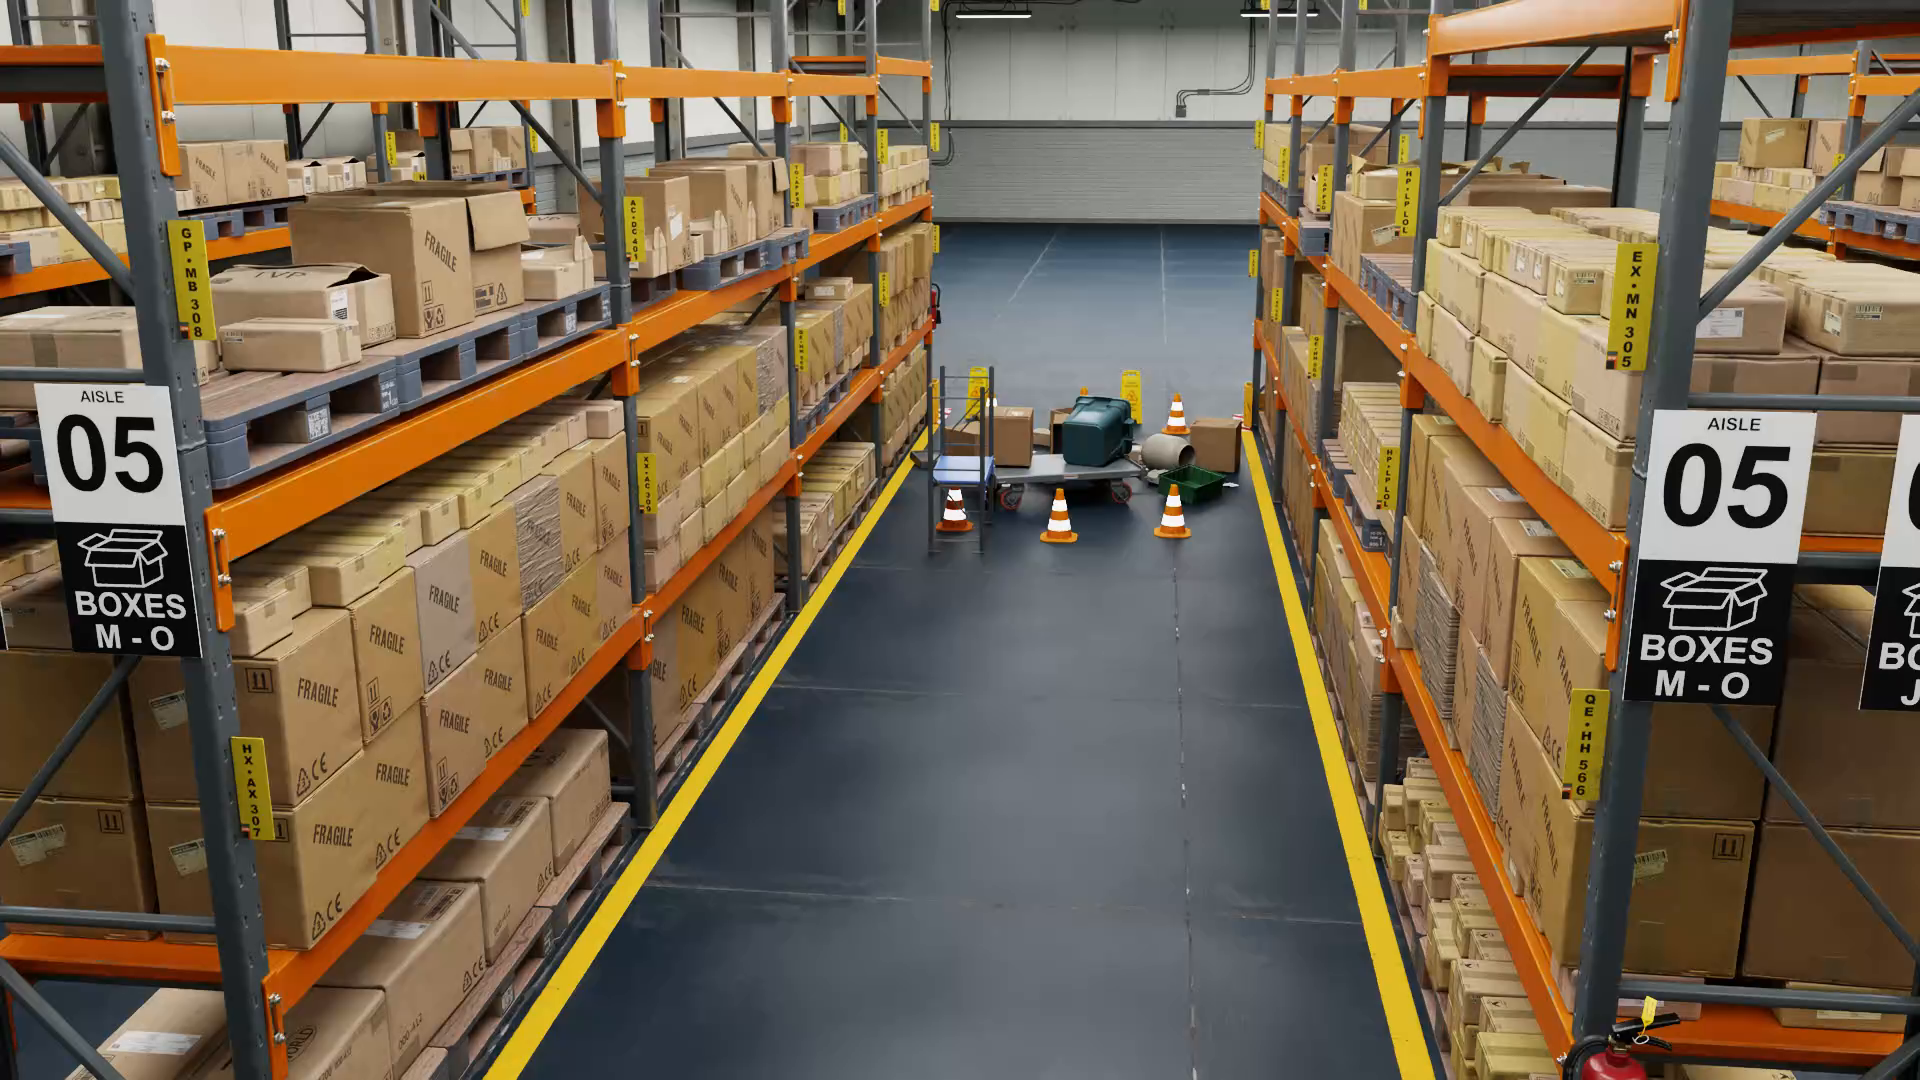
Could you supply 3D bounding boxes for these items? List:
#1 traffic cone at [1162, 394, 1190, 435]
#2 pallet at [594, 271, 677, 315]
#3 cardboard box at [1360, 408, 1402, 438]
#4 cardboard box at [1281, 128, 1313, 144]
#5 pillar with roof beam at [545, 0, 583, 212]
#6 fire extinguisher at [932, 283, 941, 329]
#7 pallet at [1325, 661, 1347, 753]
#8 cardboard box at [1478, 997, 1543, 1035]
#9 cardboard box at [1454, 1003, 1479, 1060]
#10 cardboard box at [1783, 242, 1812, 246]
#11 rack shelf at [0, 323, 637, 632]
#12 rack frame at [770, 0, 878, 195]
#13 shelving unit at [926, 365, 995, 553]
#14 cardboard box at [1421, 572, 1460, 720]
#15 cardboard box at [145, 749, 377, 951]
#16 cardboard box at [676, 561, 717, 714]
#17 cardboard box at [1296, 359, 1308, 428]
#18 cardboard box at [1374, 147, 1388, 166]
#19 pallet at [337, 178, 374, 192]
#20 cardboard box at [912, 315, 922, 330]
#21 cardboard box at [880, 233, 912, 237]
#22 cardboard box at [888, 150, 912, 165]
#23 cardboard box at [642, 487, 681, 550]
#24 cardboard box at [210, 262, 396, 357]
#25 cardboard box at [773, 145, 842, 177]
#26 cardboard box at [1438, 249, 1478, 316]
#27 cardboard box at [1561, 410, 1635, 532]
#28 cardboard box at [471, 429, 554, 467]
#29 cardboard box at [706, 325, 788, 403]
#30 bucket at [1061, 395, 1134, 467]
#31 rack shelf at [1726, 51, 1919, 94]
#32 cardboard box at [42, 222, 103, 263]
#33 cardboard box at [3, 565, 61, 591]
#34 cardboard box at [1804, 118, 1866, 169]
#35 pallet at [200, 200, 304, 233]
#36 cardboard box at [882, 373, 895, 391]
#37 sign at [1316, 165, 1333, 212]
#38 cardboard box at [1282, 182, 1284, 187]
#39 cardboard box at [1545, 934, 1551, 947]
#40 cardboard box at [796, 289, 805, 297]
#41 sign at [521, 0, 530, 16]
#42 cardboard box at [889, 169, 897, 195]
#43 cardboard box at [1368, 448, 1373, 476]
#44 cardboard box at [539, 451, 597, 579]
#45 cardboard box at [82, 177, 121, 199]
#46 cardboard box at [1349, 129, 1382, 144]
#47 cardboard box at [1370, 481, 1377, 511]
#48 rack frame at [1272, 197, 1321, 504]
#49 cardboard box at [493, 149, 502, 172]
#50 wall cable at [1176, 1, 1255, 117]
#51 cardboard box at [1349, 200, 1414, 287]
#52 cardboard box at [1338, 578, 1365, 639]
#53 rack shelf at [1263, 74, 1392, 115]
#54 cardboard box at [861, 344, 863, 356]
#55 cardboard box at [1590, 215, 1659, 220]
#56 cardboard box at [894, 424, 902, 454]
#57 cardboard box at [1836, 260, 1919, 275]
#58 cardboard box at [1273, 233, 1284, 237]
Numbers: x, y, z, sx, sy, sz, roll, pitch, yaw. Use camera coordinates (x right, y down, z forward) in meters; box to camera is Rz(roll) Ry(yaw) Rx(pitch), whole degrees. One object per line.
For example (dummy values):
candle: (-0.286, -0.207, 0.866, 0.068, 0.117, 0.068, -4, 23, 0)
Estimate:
traffic cone: (2.609, -1.530, 20.021, 0.336, 0.463, 0.334, 2, 15, 6)
pallet: (-2.150, -1.453, 9.495, 0.805, 0.209, 1.217, 1, 15, 4)
cardboard box: (2.813, -0.758, 10.843, 0.380, 0.149, 0.250, 2, 15, 9)
cardboard box: (3.439, -4.075, 16.786, 0.380, 0.149, 0.250, 2, 15, 7)
pillar with roof beam: (-1.802, -7.287, 24.958, 9.100, 9.000, 0.400, 2, 15, 6)
fire extinguisher: (-0.380, -2.949, 20.557, 0.296, 0.674, 0.183, 2, 15, 6)
pallet: (2.947, 1.089, 10.819, 1.003, 0.211, 1.213, 2, 15, 6)
cardboard box: (2.163, 1.841, 6.212, 0.380, 0.149, 0.250, 1, 15, 4)
cardboard box: (2.152, 1.914, 6.511, 0.380, 0.149, 0.250, 2, 15, 7)
cardboard box: (8.495, -2.829, 17.289, 0.500, 0.500, 0.500, 2, 15, 6)
rack shelf: (-2.430, -0.440, 6.761, 1.077, 0.370, 4.000, 2, 15, 6)
rack frame: (-1.302, -4.829, 15.867, 1.000, 3.000, 0.127, 2, 15, 6)
shelving unit: (0.017, -0.751, 15.127, 0.538, 1.500, 1.048, 1, 16, 5)
cardboard box: (2.278, 0.449, 7.081, 0.500, 0.500, 0.500, 1, 15, 5)
cardboard box: (-2.316, 1.015, 5.557, 0.500, 0.500, 0.500, 2, 15, 6)
cardboard box: (-2.120, 0.568, 10.670, 0.875, 0.875, 0.875, 2, 15, 8)
cardboard box: (3.075, -1.208, 13.778, 0.500, 0.500, 0.500, 1, 15, 5)
cardboard box: (3.961, -3.702, 16.168, 0.500, 0.250, 0.500, 2, 15, 7)
pallet: (-6.164, -3.705, 17.629, 1.003, 0.211, 1.213, 2, 15, 6)
cardboard box: (-0.648, -2.543, 19.389, 0.380, 0.149, 0.250, 2, 15, 7)
cardboard box: (-0.905, -3.114, 18.343, 0.700, 0.500, 0.500, 2, 15, 6)
cardboard box: (-0.735, -4.187, 18.193, 0.380, 0.149, 0.250, 2, 15, 8)
cardboard box: (-1.875, -0.132, 9.323, 0.500, 0.250, 0.500, 1, 15, 5)
cardboard box: (-2.437, -0.863, 6.123, 0.500, 0.311, 0.500, 2, 15, 7)
cardboard box: (-1.334, -3.333, 14.608, 0.500, 0.250, 0.500, 2, 15, 7)
cardboard box: (2.372, -1.108, 7.185, 0.500, 0.250, 0.500, 2, 15, 6)
cardboard box: (2.062, -0.202, 4.791, 0.500, 0.250, 0.500, 1, 15, 5)
cardboard box: (-2.109, -0.417, 7.695, 0.380, 0.149, 0.250, 2, 15, 6)
cardboard box: (-1.552, -1.284, 12.146, 0.500, 0.500, 0.500, 1, 15, 5)
bucket: (1.353, -1.070, 16.819, 0.726, 0.611, 0.620, 7, 27, 25)
rack shelf: (8.771, -4.707, 16.801, 1.077, 0.370, 4.000, 2, 15, 6)
cardboard box: (-6.558, -2.145, 11.978, 0.500, 0.250, 0.500, 2, 15, 6)
cardboard box: (-6.683, 0.480, 11.712, 0.500, 0.500, 0.500, 1, 15, 4)
cardboard box: (9.073, -4.150, 17.385, 0.500, 0.500, 0.500, 2, 15, 6)
pallet: (-6.575, -2.866, 14.718, 1.003, 0.211, 1.213, 2, 15, 9)
cardboard box: (-0.893, -1.659, 17.422, 0.380, 0.149, 0.250, 2, 15, 7)
sign: (2.626, -2.530, 11.971, 0.100, 0.325, 0.005, 2, 15, 6)
cardboard box: (3.380, -3.560, 16.408, 0.380, 0.149, 0.250, 2, 15, 7)
cardboard box: (2.095, 1.264, 5.309, 0.380, 0.149, 0.250, 2, 15, 6)
cardboard box: (-1.696, -2.084, 15.645, 0.500, 0.500, 0.500, 2, 15, 6)
sign: (-5.245, -6.481, 20.036, 0.100, 0.325, 0.005, 2, 15, 6)
cardboard box: (-0.931, -3.692, 17.128, 0.500, 0.250, 0.500, 2, 15, 6)
cardboard box: (2.752, -0.477, 10.374, 0.380, 0.149, 0.250, 2, 15, 8)
cardboard box: (-2.049, -0.127, 7.865, 0.500, 0.500, 0.500, 1, 15, 5)
cardboard box: (-6.430, -2.654, 12.526, 0.380, 0.149, 0.250, 2, 15, 8)
cardboard box: (4.063, -3.992, 16.477, 0.380, 0.149, 0.250, 2, 15, 6)
cardboard box: (2.717, -0.266, 10.165, 0.380, 0.149, 0.250, 2, 15, 9)
rack frame: (3.628, -1.813, 16.208, 1.000, 3.000, 0.127, 2, 15, 6)
cardboard box: (-5.603, -4.460, 19.511, 0.396, 0.266, 0.258, 2, 15, 6)
wall cable: (7.706, -15.721, 49.635, 2.305, 6.003, 0.169, 2, 15, 6)
cardboard box: (2.747, -1.872, 10.488, 0.500, 0.500, 0.500, 2, 15, 6)
cardboard box: (2.675, 0.433, 10.451, 0.500, 0.250, 0.500, 1, 15, 4)
rack shelf: (3.854, -4.687, 17.490, 1.077, 0.370, 4.000, 2, 15, 6)
cardboard box: (-1.133, -1.805, 15.854, 0.380, 0.149, 0.250, 1, 15, 5)
cardboard box: (2.956, -1.325, 7.222, 0.380, 0.149, 0.250, 2, 15, 6)
cardboard box: (-0.918, -1.092, 18.004, 0.500, 0.250, 0.500, 3, 15, 9)
cardboard box: (8.316, -1.931, 14.691, 1.000, 1.000, 1.000, 2, 15, 7)
cardboard box: (4.029, -3.204, 18.995, 0.875, 0.550, 0.550, 2, 15, 6)
